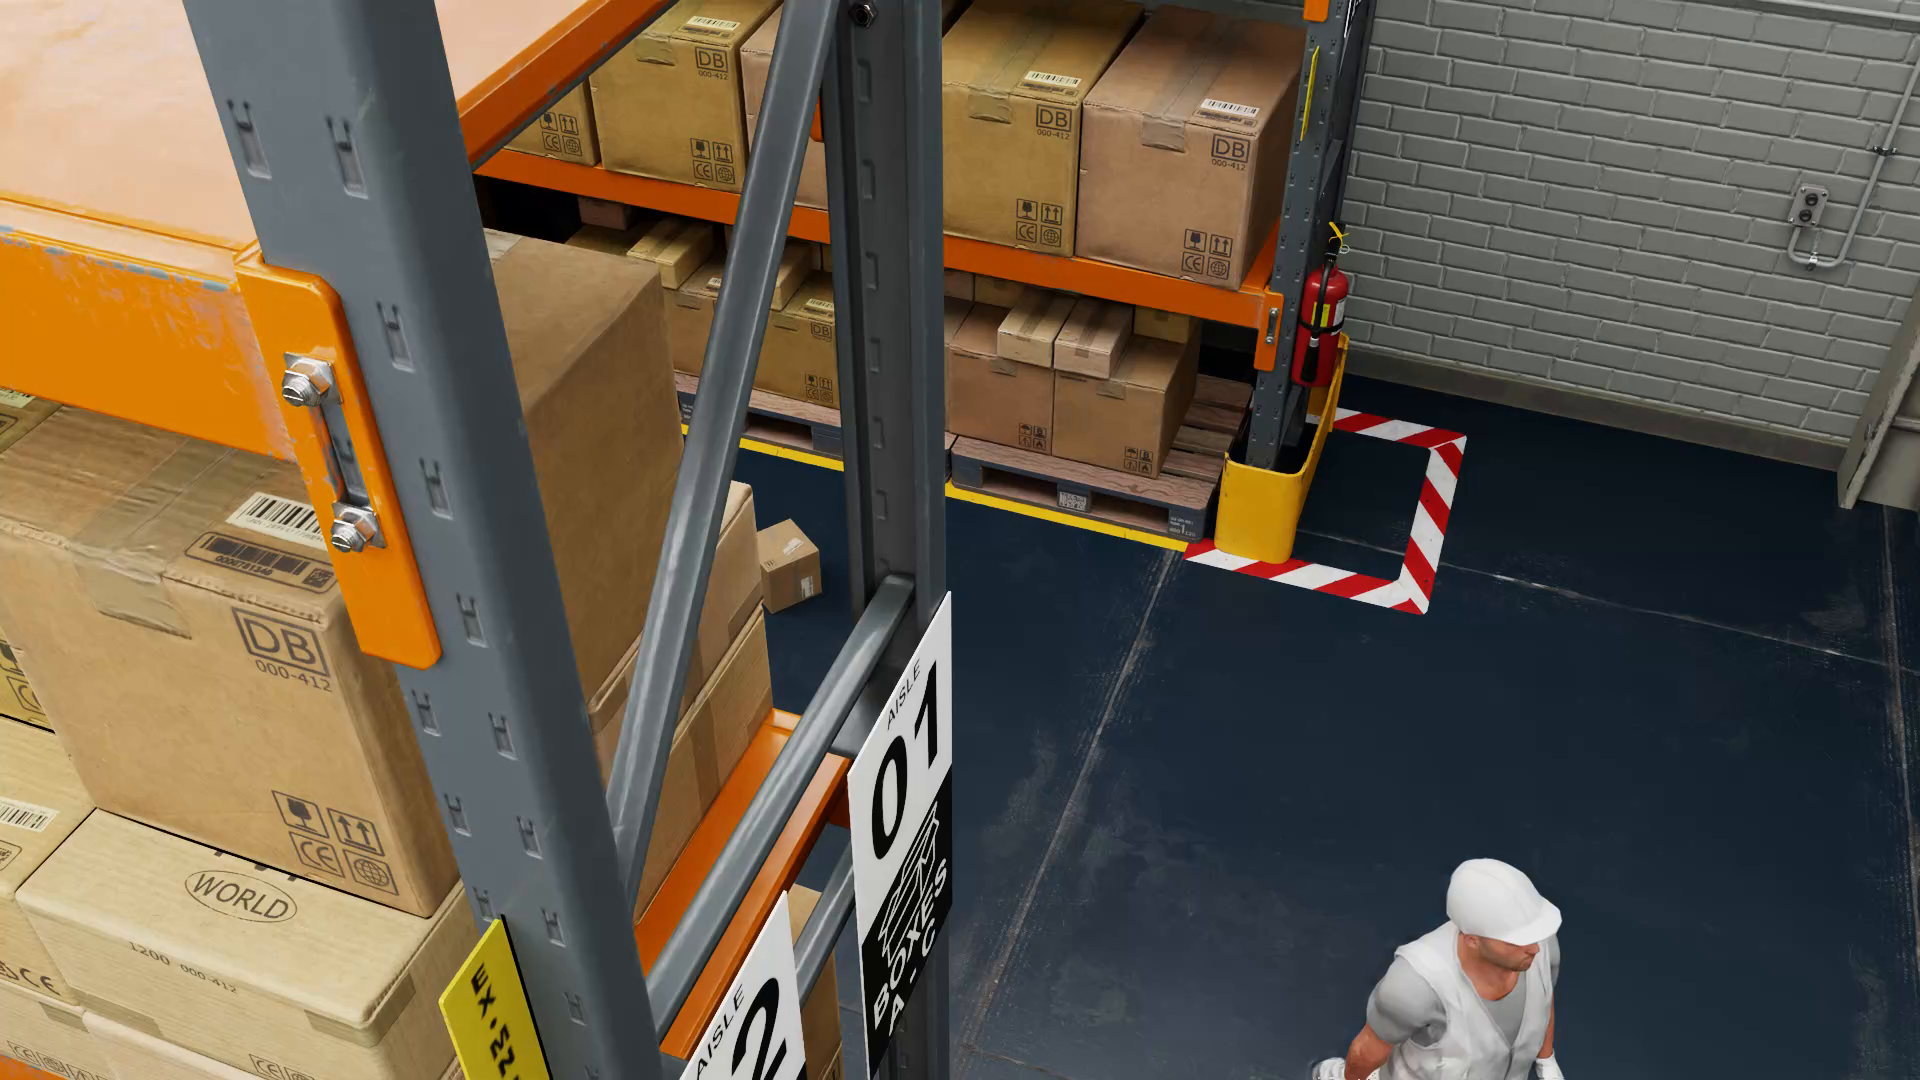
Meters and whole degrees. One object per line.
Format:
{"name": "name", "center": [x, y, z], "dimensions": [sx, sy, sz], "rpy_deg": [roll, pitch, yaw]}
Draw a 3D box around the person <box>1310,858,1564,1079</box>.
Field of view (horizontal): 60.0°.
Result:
{"name": "person", "center": [1.331, 1.451, 4.482], "dimensions": [0.581, 1.754, 1.012], "rpy_deg": [-21, 45, -23]}
